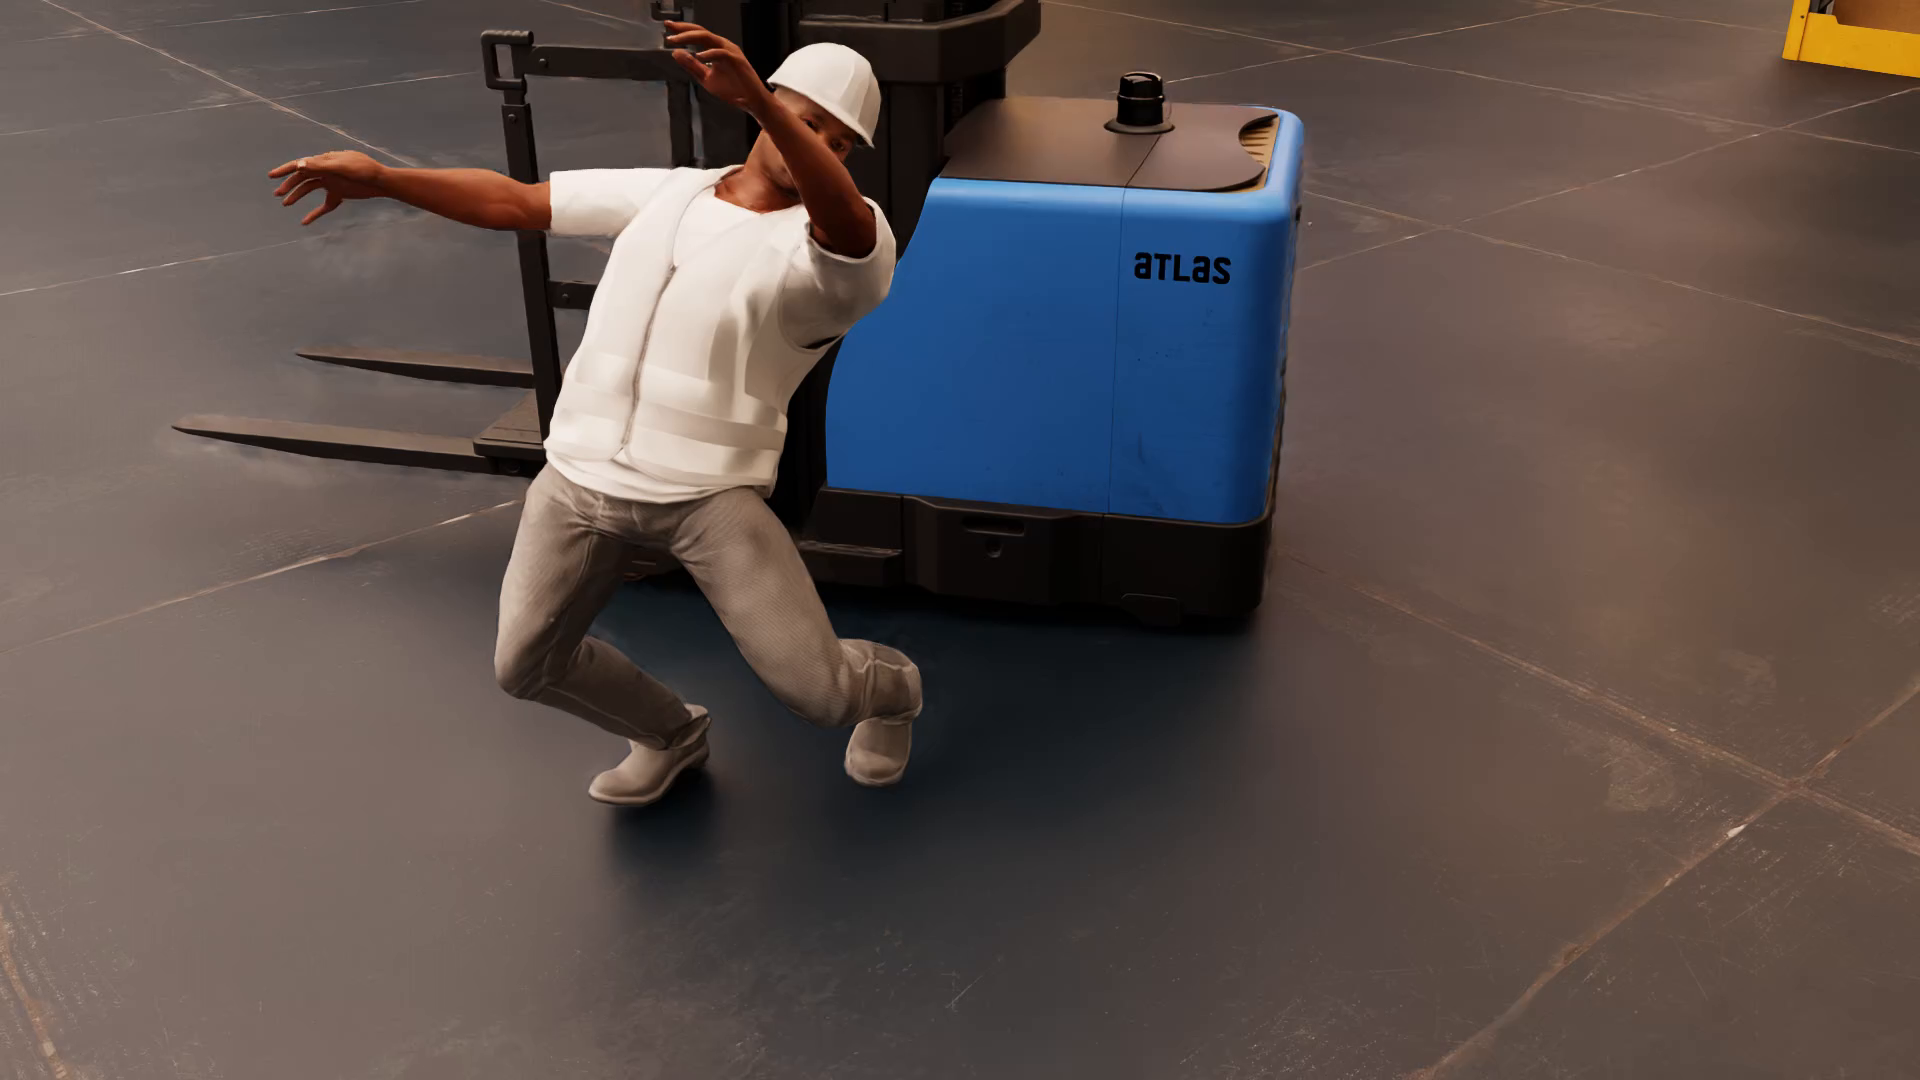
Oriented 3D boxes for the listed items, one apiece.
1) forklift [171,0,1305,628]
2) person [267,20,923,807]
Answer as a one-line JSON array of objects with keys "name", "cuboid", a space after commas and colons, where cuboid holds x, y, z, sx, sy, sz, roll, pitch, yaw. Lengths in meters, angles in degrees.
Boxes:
[{"name": "forklift", "cuboid": [-0.655, -1.429, 4.084, 3.031, 2.935, 1.130, 6, 27, 11]}, {"name": "person", "cuboid": [-0.629, -0.227, 3.119, 1.094, 1.575, 0.707, 8, 27, 15]}]
